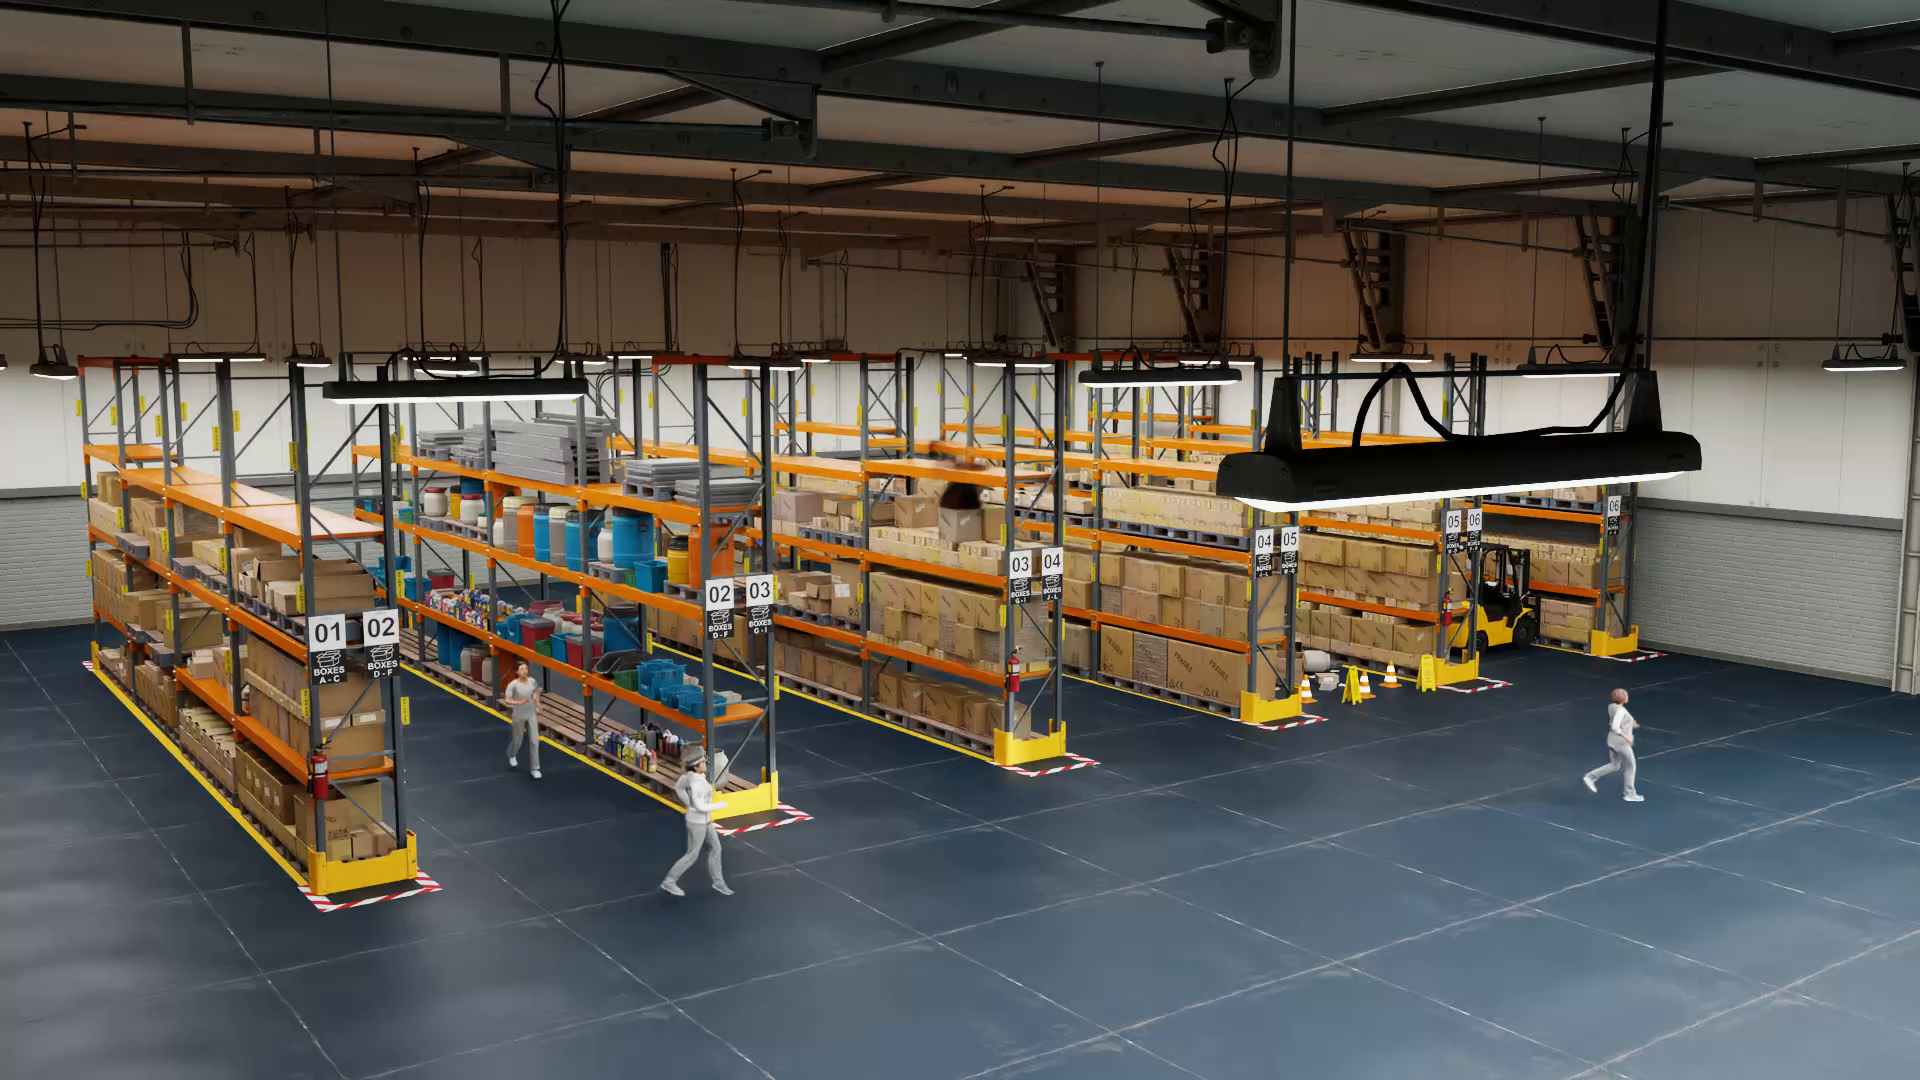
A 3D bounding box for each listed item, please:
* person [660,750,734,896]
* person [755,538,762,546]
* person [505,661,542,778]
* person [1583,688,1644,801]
[{"bbox_3d":[-2.980,3.223,18.799,0.827,1.743,0.616,-1,7,-9],"label":"person"},{"bbox_3d":[-5.003,0.518,41.425,0.596,1.648,0.613,6,9,40],"label":"person"},{"bbox_3d":[-6.317,2.578,24.113,0.569,1.627,0.963,-5,8,-34],"label":"person"},{"bbox_3d":[8.981,2.796,22.724,0.812,1.571,0.547,0,7,-1],"label":"person"}]
